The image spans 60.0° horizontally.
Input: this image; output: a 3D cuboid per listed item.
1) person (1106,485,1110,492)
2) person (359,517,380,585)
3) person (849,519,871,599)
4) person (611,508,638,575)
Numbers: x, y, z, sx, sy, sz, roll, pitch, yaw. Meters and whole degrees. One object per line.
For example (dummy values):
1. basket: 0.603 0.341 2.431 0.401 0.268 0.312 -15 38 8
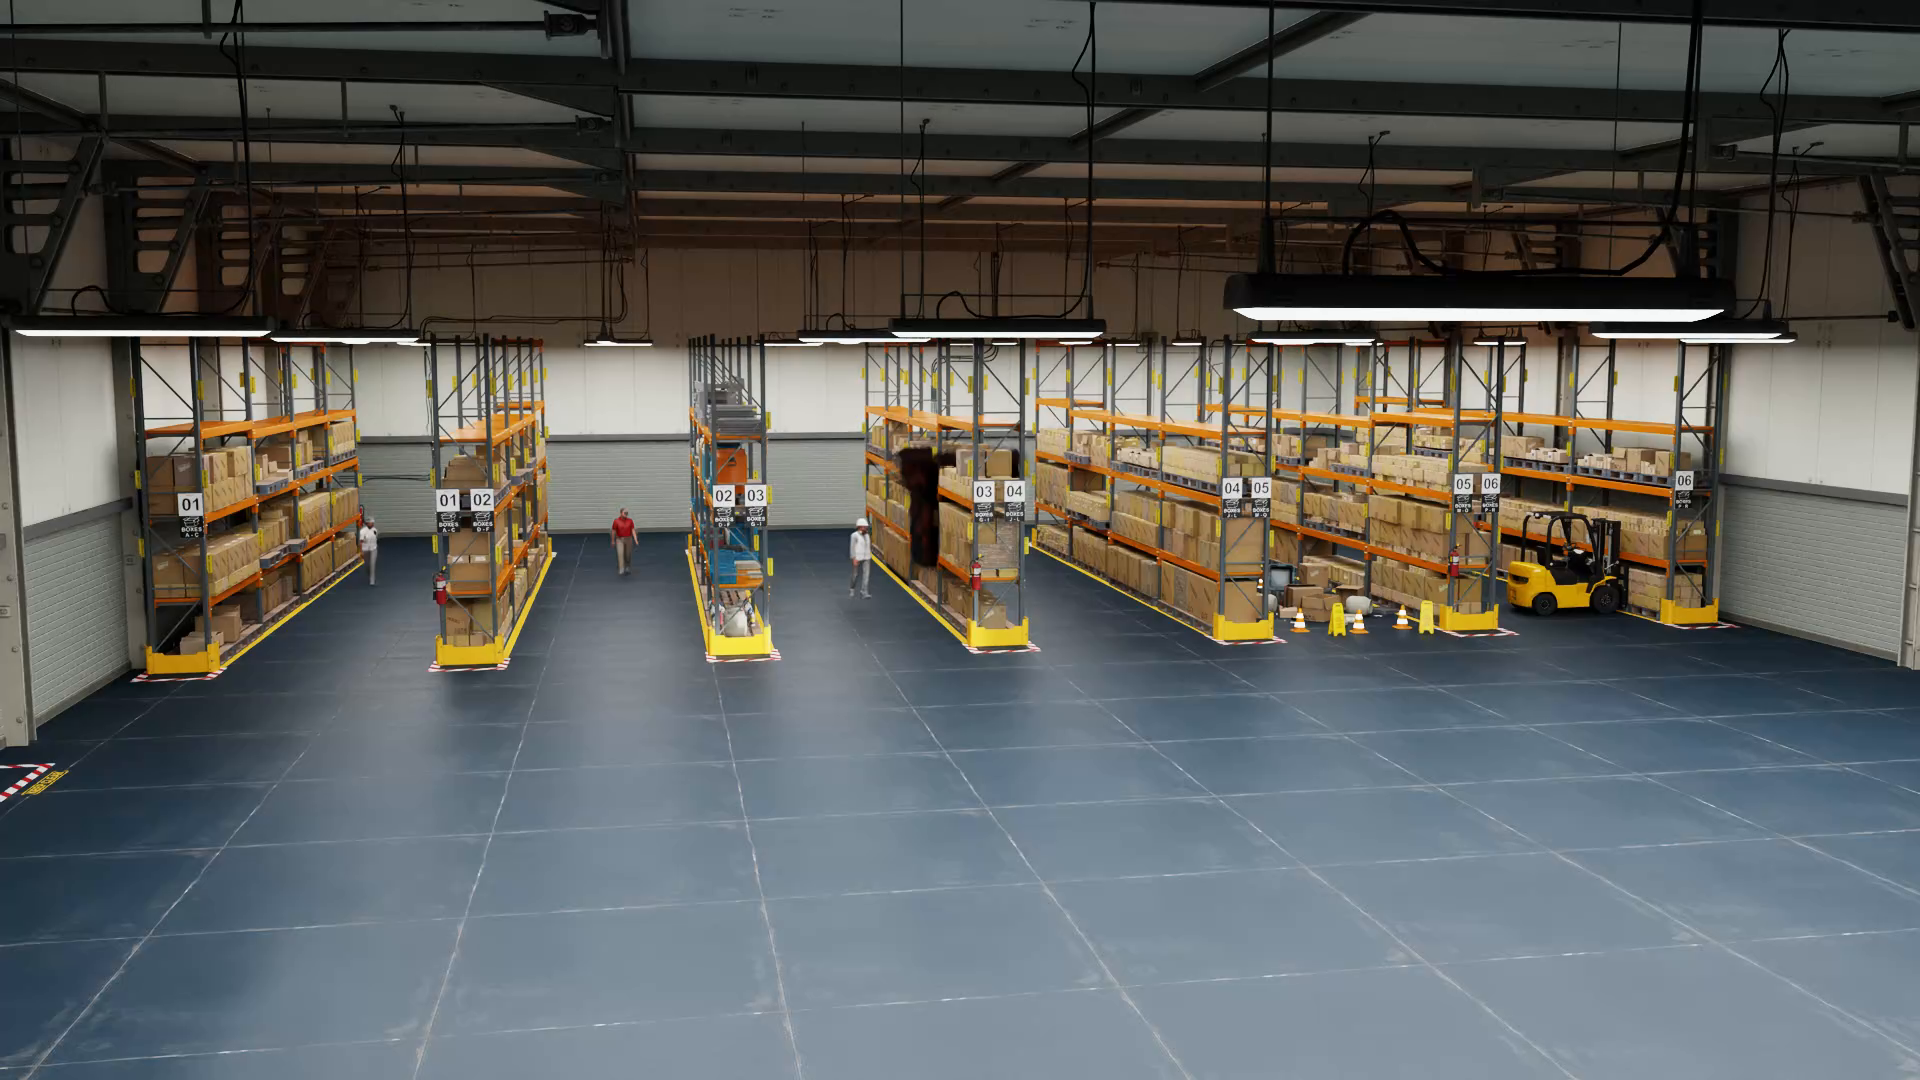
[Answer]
1. person: 4.389 -0.798 49.454 0.402 1.719 0.564 -5 8 -37
2. person: -14.431 0.253 40.653 0.416 1.636 0.926 -1 7 -8
3. person: -2.177 0.410 36.339 0.551 1.755 0.880 -3 7 -27
4. person: -8.545 0.029 42.333 0.674 1.673 1.060 -2 7 -14
